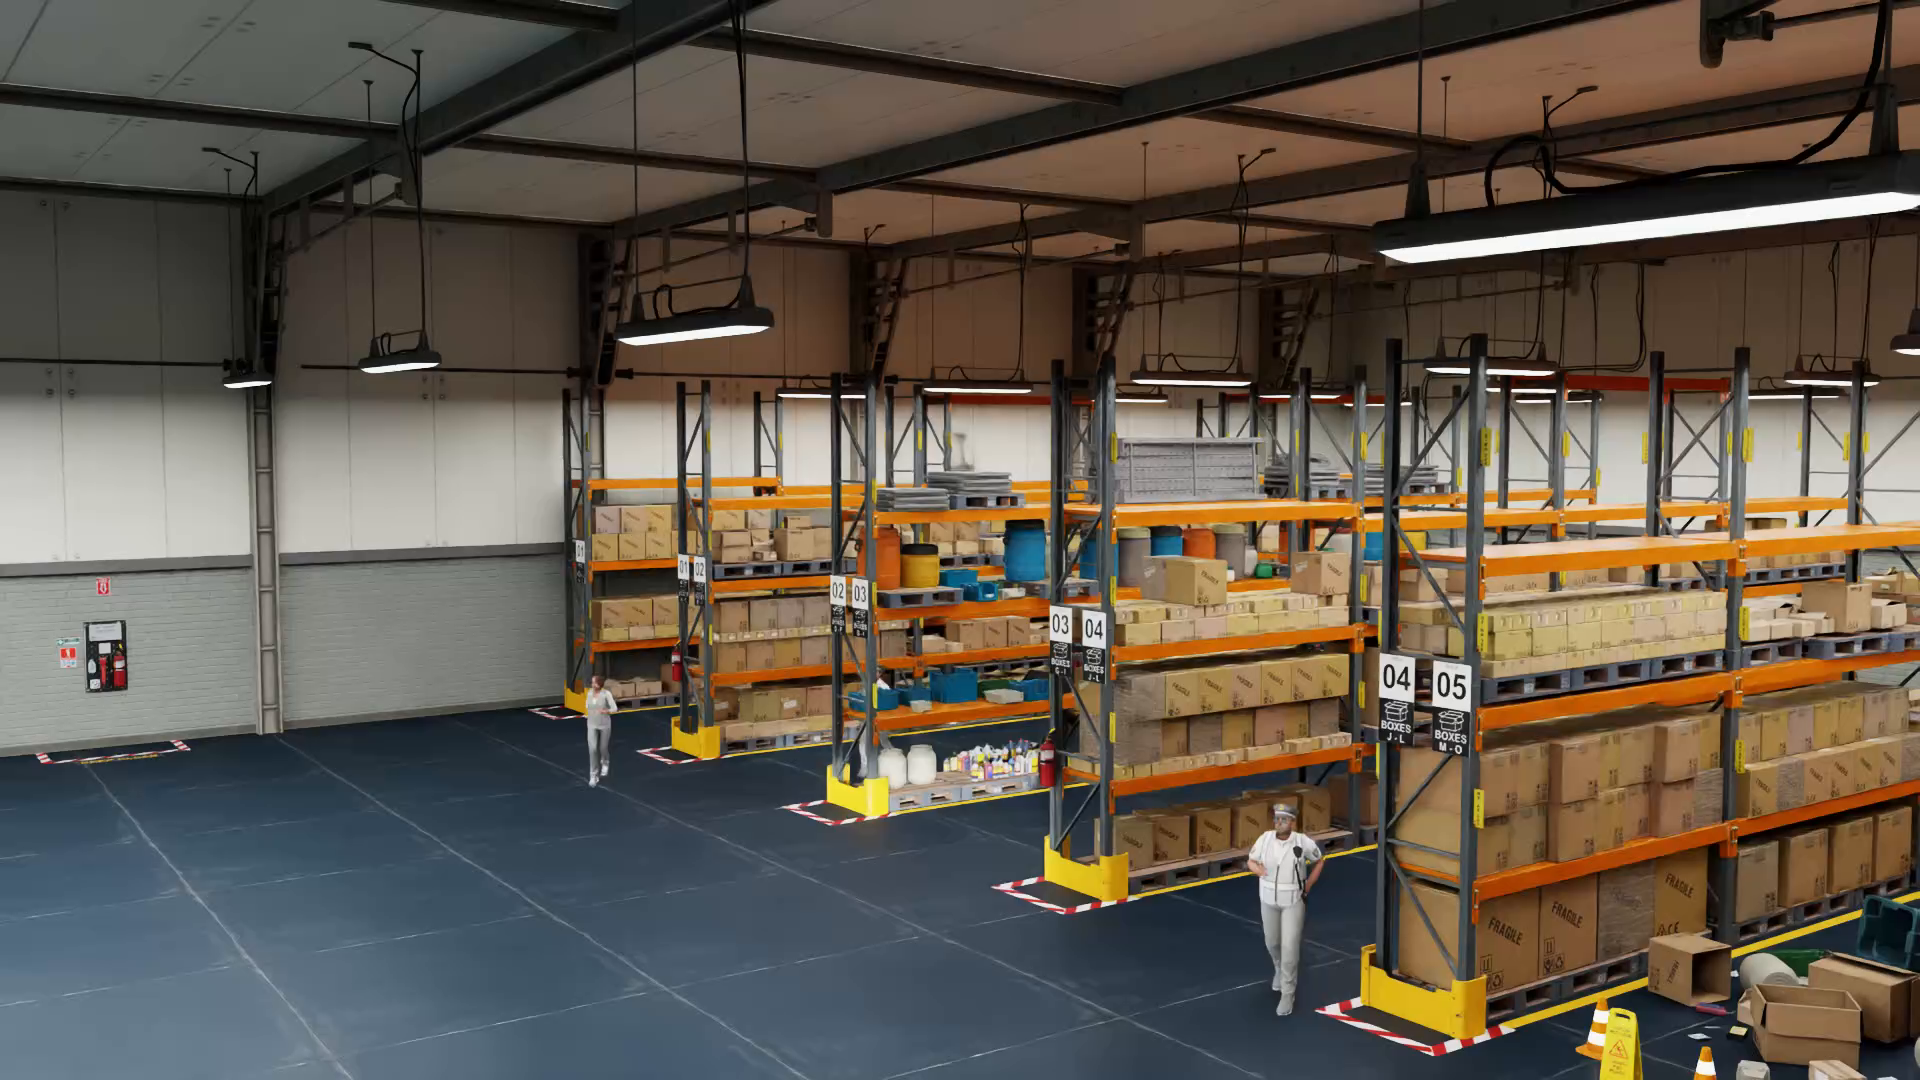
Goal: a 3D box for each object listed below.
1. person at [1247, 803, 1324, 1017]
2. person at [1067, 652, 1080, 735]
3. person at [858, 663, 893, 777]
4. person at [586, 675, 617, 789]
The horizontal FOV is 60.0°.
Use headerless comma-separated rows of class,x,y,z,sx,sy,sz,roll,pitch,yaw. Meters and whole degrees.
person,2.920,3.292,15.130,0.662,1.826,0.840,2,4,29
person,1.788,2.601,27.835,0.776,1.581,0.737,-3,5,-43
person,-1.283,2.671,25.139,0.580,1.680,0.724,3,5,38
person,-5.302,2.787,24.552,0.520,1.624,0.810,0,4,2
